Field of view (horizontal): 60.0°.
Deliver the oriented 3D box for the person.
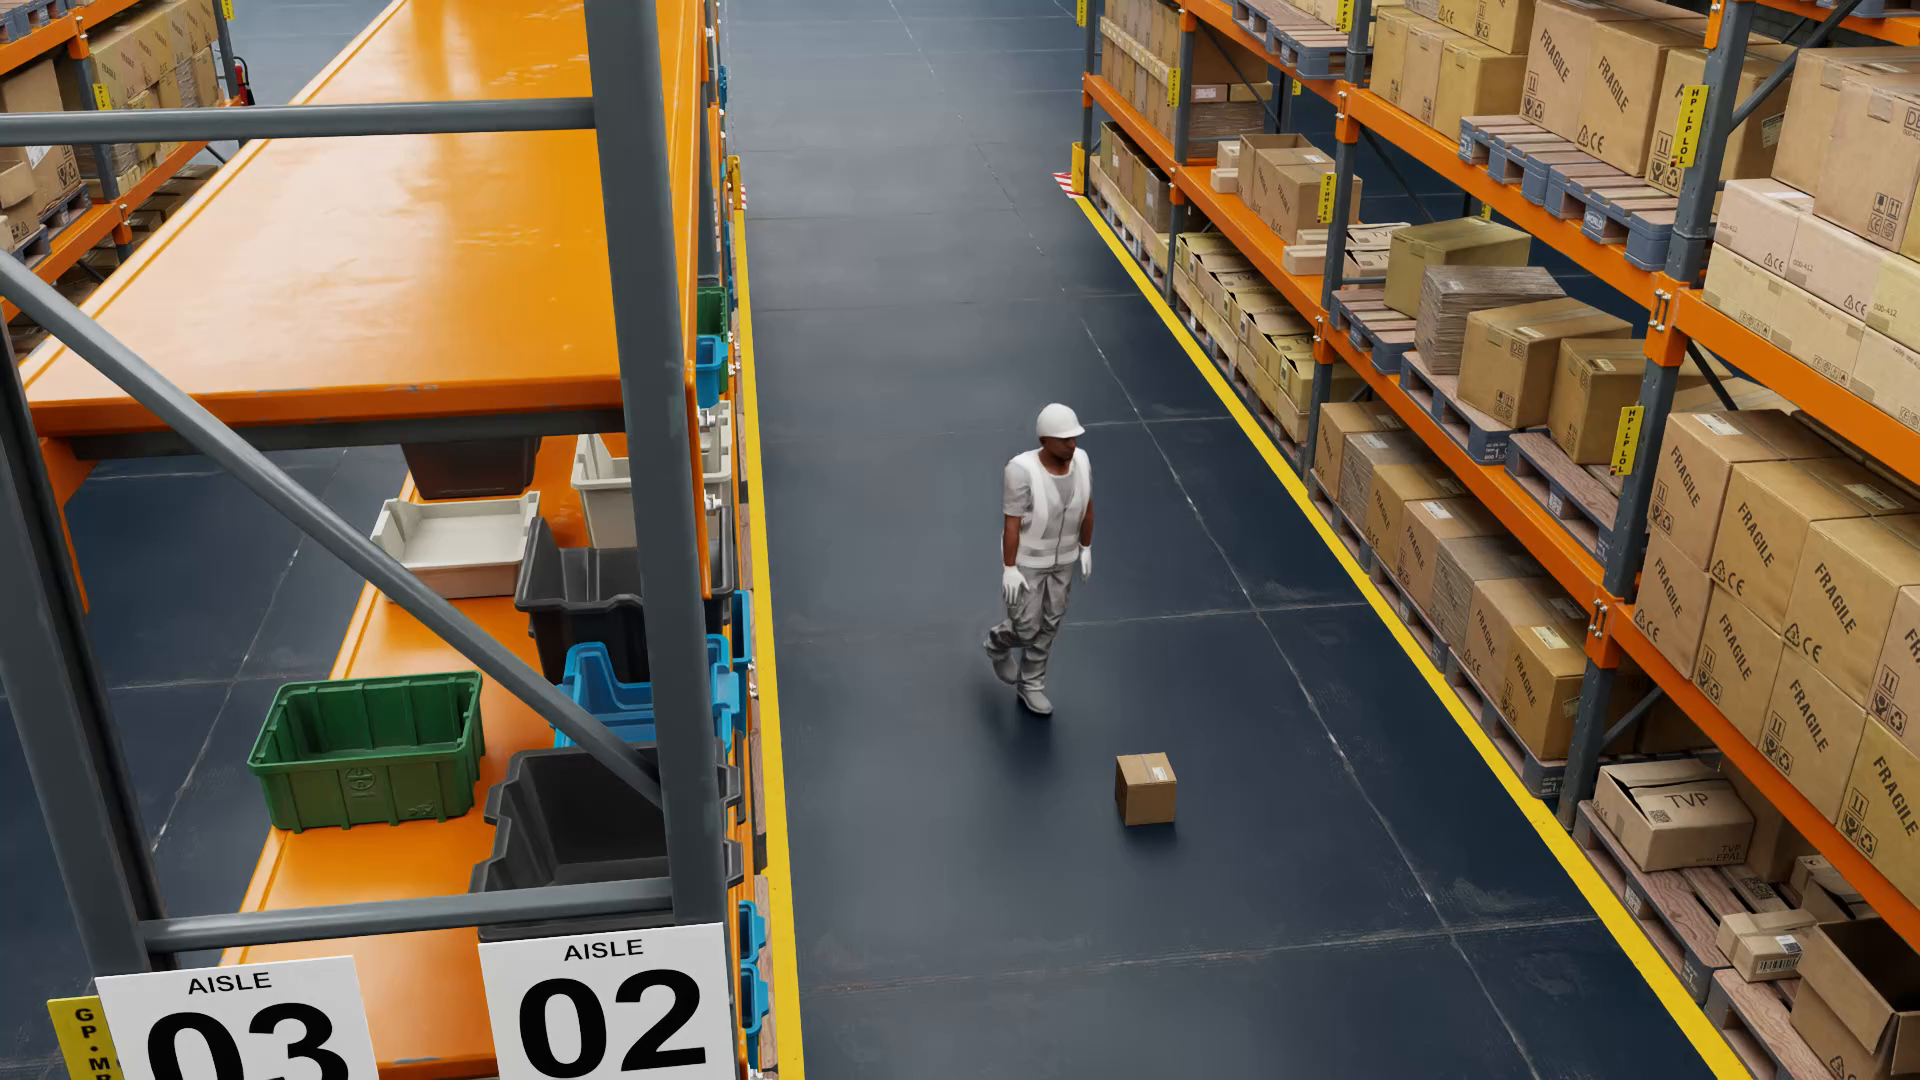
[{"bbox_3d":[0.412,0.072,8.907,0.609,1.780,0.553,-14,30,-26],"label":"person"}]
